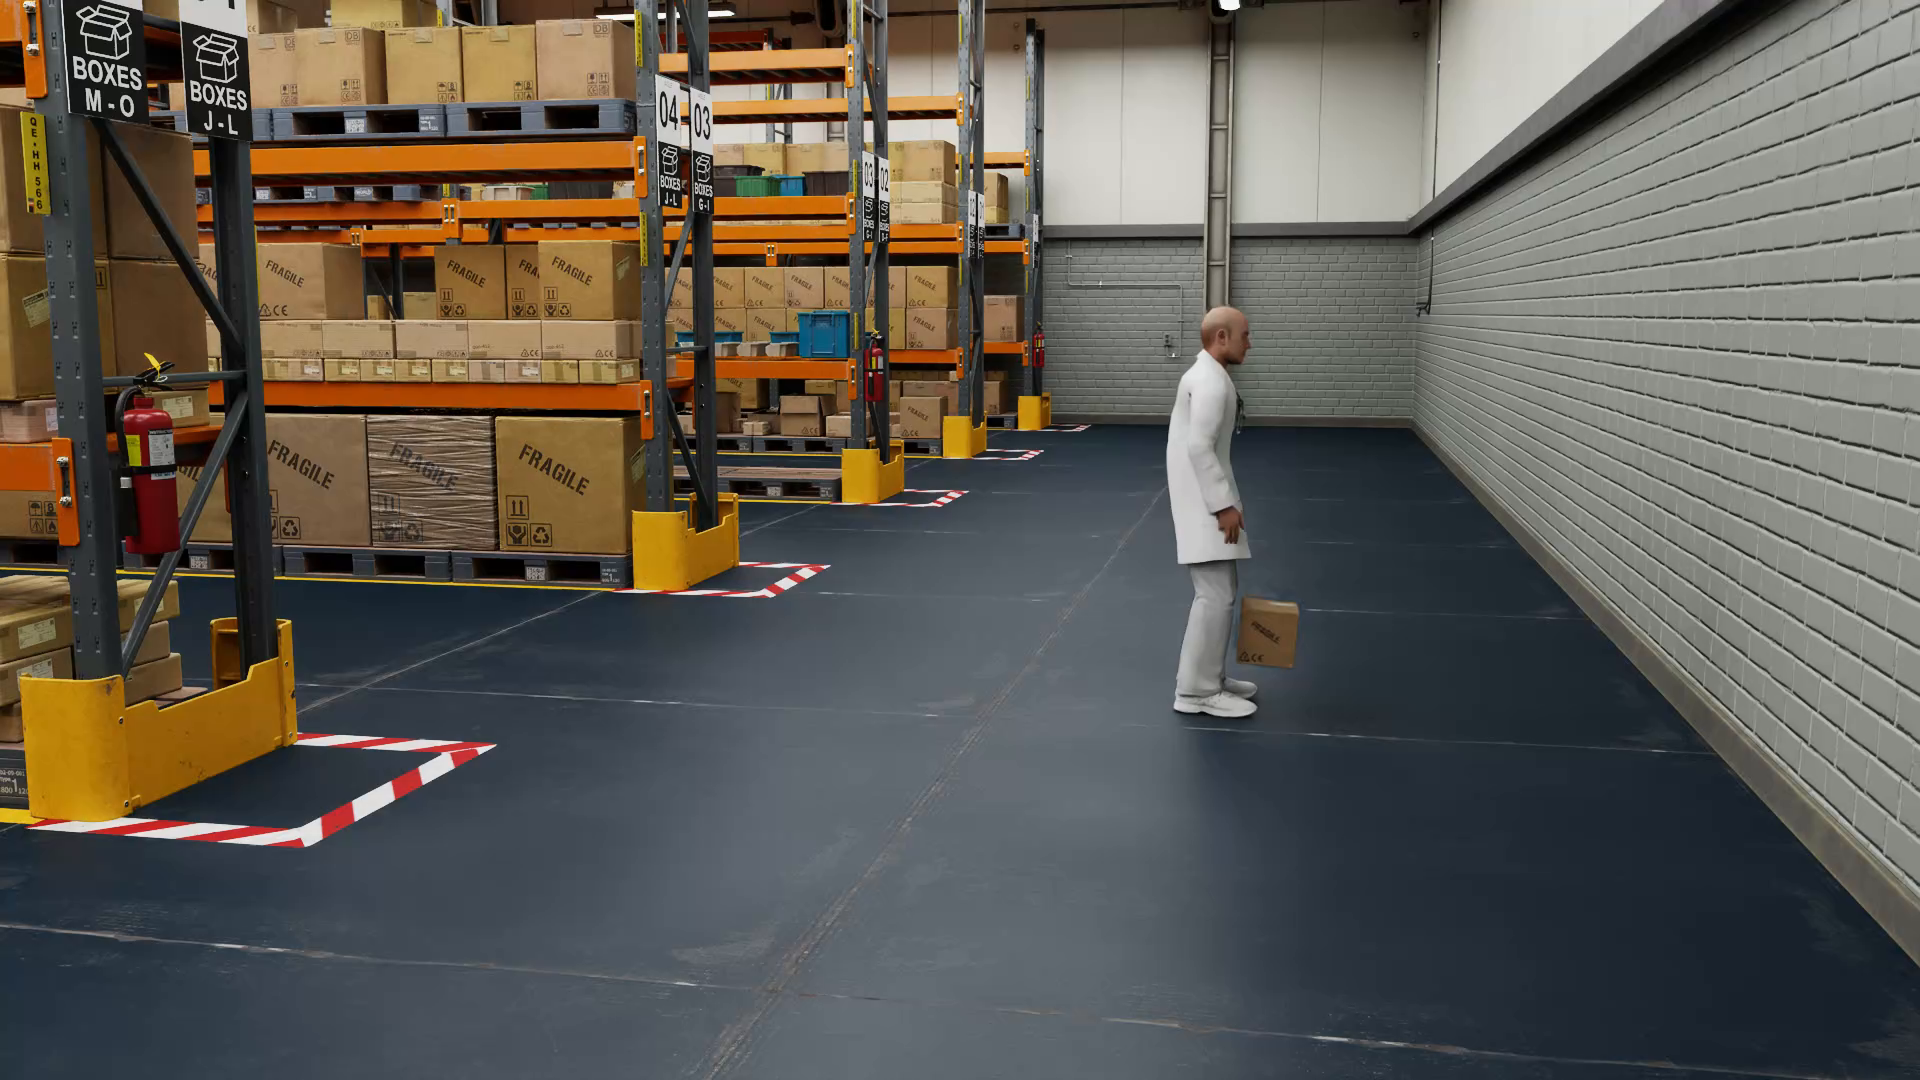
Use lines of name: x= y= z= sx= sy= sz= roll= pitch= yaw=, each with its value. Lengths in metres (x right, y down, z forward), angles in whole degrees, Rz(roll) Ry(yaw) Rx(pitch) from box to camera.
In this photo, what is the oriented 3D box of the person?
person: x=1.126 y=-0.140 z=7.382 sx=0.425 sy=1.776 sz=0.601 roll=1 pitch=8 yaw=9
